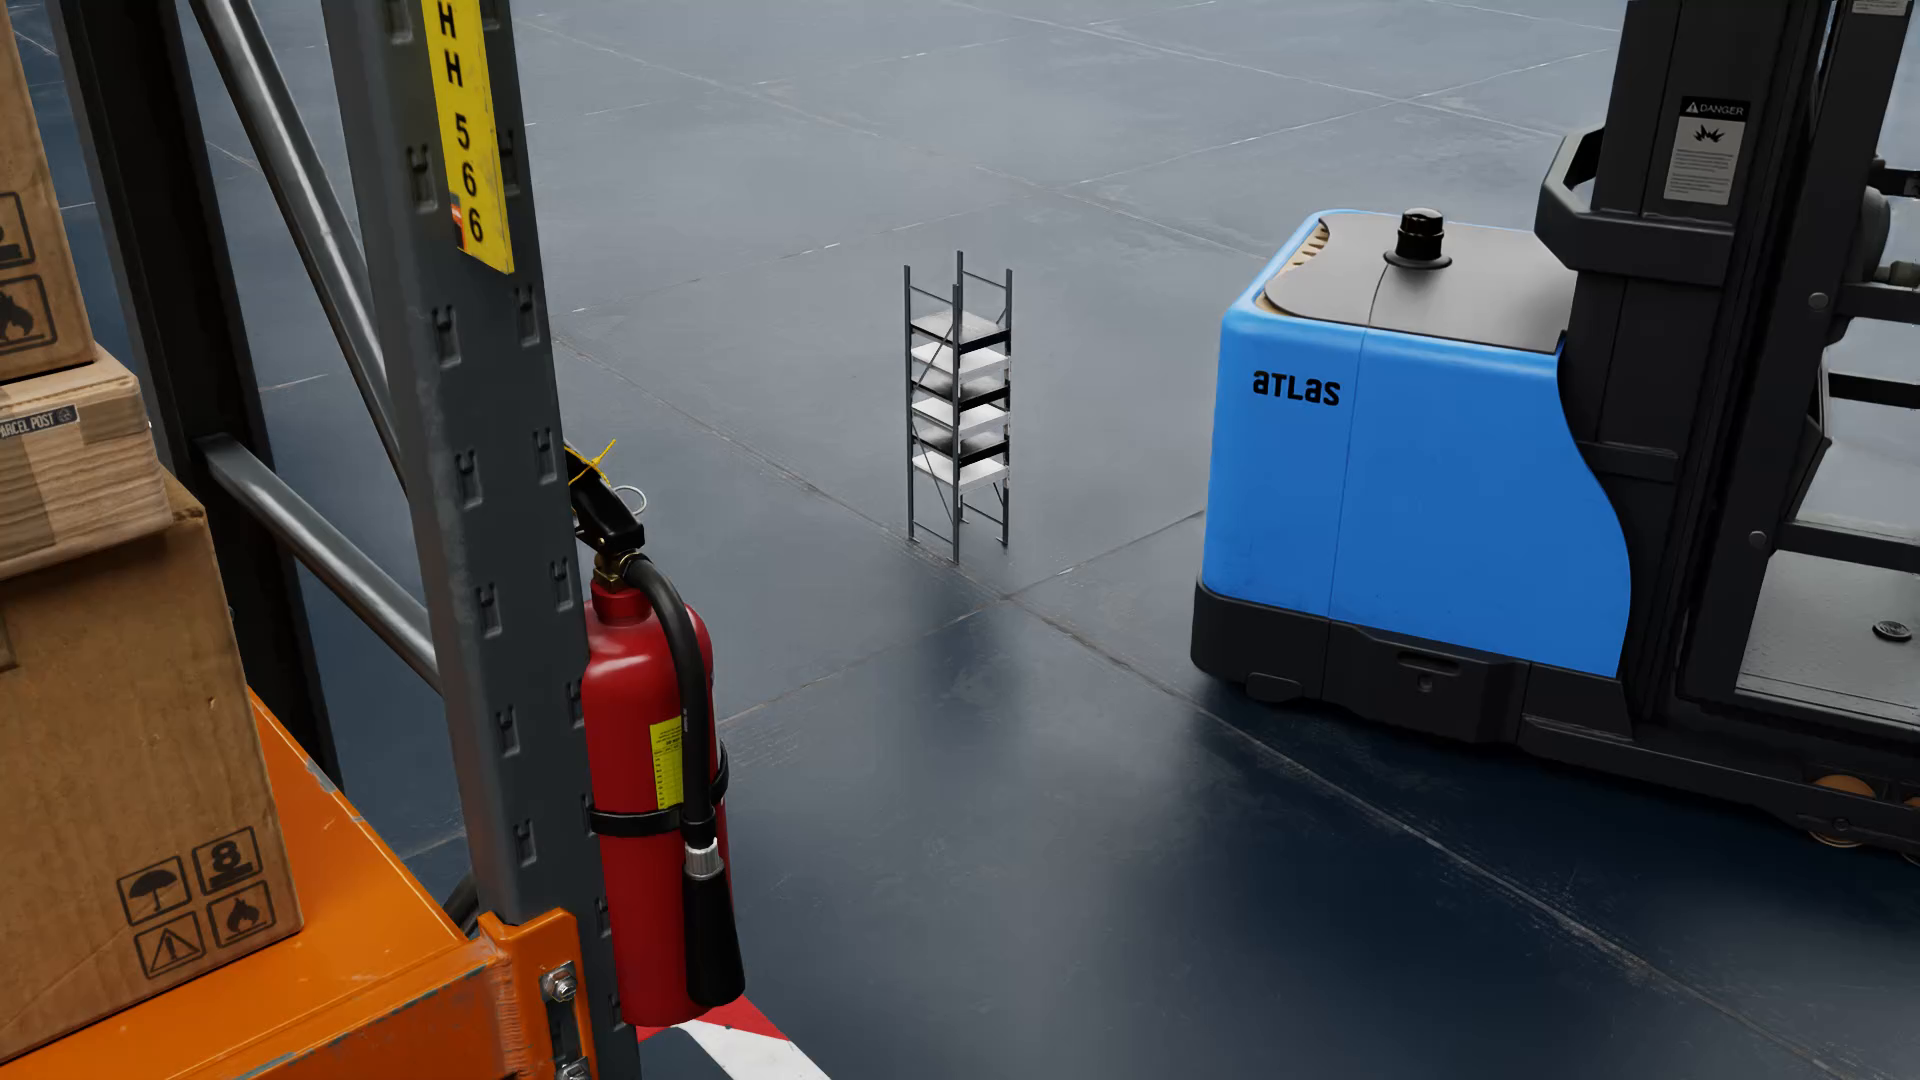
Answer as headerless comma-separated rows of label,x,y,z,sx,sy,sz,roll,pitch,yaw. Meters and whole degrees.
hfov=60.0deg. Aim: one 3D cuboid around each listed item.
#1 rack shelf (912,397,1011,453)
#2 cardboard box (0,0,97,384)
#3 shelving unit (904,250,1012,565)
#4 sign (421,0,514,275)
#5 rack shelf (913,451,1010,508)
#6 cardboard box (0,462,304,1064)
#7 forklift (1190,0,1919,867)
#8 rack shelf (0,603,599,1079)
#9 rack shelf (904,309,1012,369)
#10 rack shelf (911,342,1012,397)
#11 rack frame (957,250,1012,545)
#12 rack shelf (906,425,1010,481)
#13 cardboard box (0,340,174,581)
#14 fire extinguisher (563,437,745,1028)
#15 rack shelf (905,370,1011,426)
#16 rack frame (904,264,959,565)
rack shelf,-0.006,-0.365,5.049,0.200,0.077,0.258,-22,35,-35
cardboard box,-1.135,-0.418,1.367,0.500,0.500,0.700,-22,35,-35
shelving unit,-0.006,-0.394,5.033,0.210,0.900,0.258,-22,35,-35
sign,-0.390,-0.373,1.285,0.005,0.325,0.100,-22,35,-35
rack shelf,-0.006,-0.206,5.134,0.200,0.077,0.258,-22,35,-35
cardboard box,-1.095,0.138,1.703,0.500,0.500,0.700,-22,35,-35
forklift,2.187,-0.820,3.675,3.031,2.935,1.130,12,30,21
rack shelf,-2.253,0.973,1.010,4.000,0.370,1.077,-22,35,-35
rack shelf,-0.006,-0.603,4.922,0.200,0.077,0.258,-22,35,-35
rack shelf,-0.006,-0.524,4.964,0.200,0.077,0.258,-22,35,-35
rack frame,0.071,-0.426,5.091,0.006,0.900,0.240,-22,35,-35
rack shelf,-0.006,-0.286,5.091,0.200,0.077,0.258,-22,35,-35
cardboard box,-0.899,-0.101,1.463,0.250,0.149,0.380,-23,35,-36
fire extinguisher,-0.340,0.208,1.760,0.183,0.674,0.296,-22,35,-35
rack shelf,-0.006,-0.444,5.007,0.200,0.077,0.258,-22,35,-35
rack frame,-0.084,-0.363,4.975,0.006,0.900,0.240,-22,35,-35
